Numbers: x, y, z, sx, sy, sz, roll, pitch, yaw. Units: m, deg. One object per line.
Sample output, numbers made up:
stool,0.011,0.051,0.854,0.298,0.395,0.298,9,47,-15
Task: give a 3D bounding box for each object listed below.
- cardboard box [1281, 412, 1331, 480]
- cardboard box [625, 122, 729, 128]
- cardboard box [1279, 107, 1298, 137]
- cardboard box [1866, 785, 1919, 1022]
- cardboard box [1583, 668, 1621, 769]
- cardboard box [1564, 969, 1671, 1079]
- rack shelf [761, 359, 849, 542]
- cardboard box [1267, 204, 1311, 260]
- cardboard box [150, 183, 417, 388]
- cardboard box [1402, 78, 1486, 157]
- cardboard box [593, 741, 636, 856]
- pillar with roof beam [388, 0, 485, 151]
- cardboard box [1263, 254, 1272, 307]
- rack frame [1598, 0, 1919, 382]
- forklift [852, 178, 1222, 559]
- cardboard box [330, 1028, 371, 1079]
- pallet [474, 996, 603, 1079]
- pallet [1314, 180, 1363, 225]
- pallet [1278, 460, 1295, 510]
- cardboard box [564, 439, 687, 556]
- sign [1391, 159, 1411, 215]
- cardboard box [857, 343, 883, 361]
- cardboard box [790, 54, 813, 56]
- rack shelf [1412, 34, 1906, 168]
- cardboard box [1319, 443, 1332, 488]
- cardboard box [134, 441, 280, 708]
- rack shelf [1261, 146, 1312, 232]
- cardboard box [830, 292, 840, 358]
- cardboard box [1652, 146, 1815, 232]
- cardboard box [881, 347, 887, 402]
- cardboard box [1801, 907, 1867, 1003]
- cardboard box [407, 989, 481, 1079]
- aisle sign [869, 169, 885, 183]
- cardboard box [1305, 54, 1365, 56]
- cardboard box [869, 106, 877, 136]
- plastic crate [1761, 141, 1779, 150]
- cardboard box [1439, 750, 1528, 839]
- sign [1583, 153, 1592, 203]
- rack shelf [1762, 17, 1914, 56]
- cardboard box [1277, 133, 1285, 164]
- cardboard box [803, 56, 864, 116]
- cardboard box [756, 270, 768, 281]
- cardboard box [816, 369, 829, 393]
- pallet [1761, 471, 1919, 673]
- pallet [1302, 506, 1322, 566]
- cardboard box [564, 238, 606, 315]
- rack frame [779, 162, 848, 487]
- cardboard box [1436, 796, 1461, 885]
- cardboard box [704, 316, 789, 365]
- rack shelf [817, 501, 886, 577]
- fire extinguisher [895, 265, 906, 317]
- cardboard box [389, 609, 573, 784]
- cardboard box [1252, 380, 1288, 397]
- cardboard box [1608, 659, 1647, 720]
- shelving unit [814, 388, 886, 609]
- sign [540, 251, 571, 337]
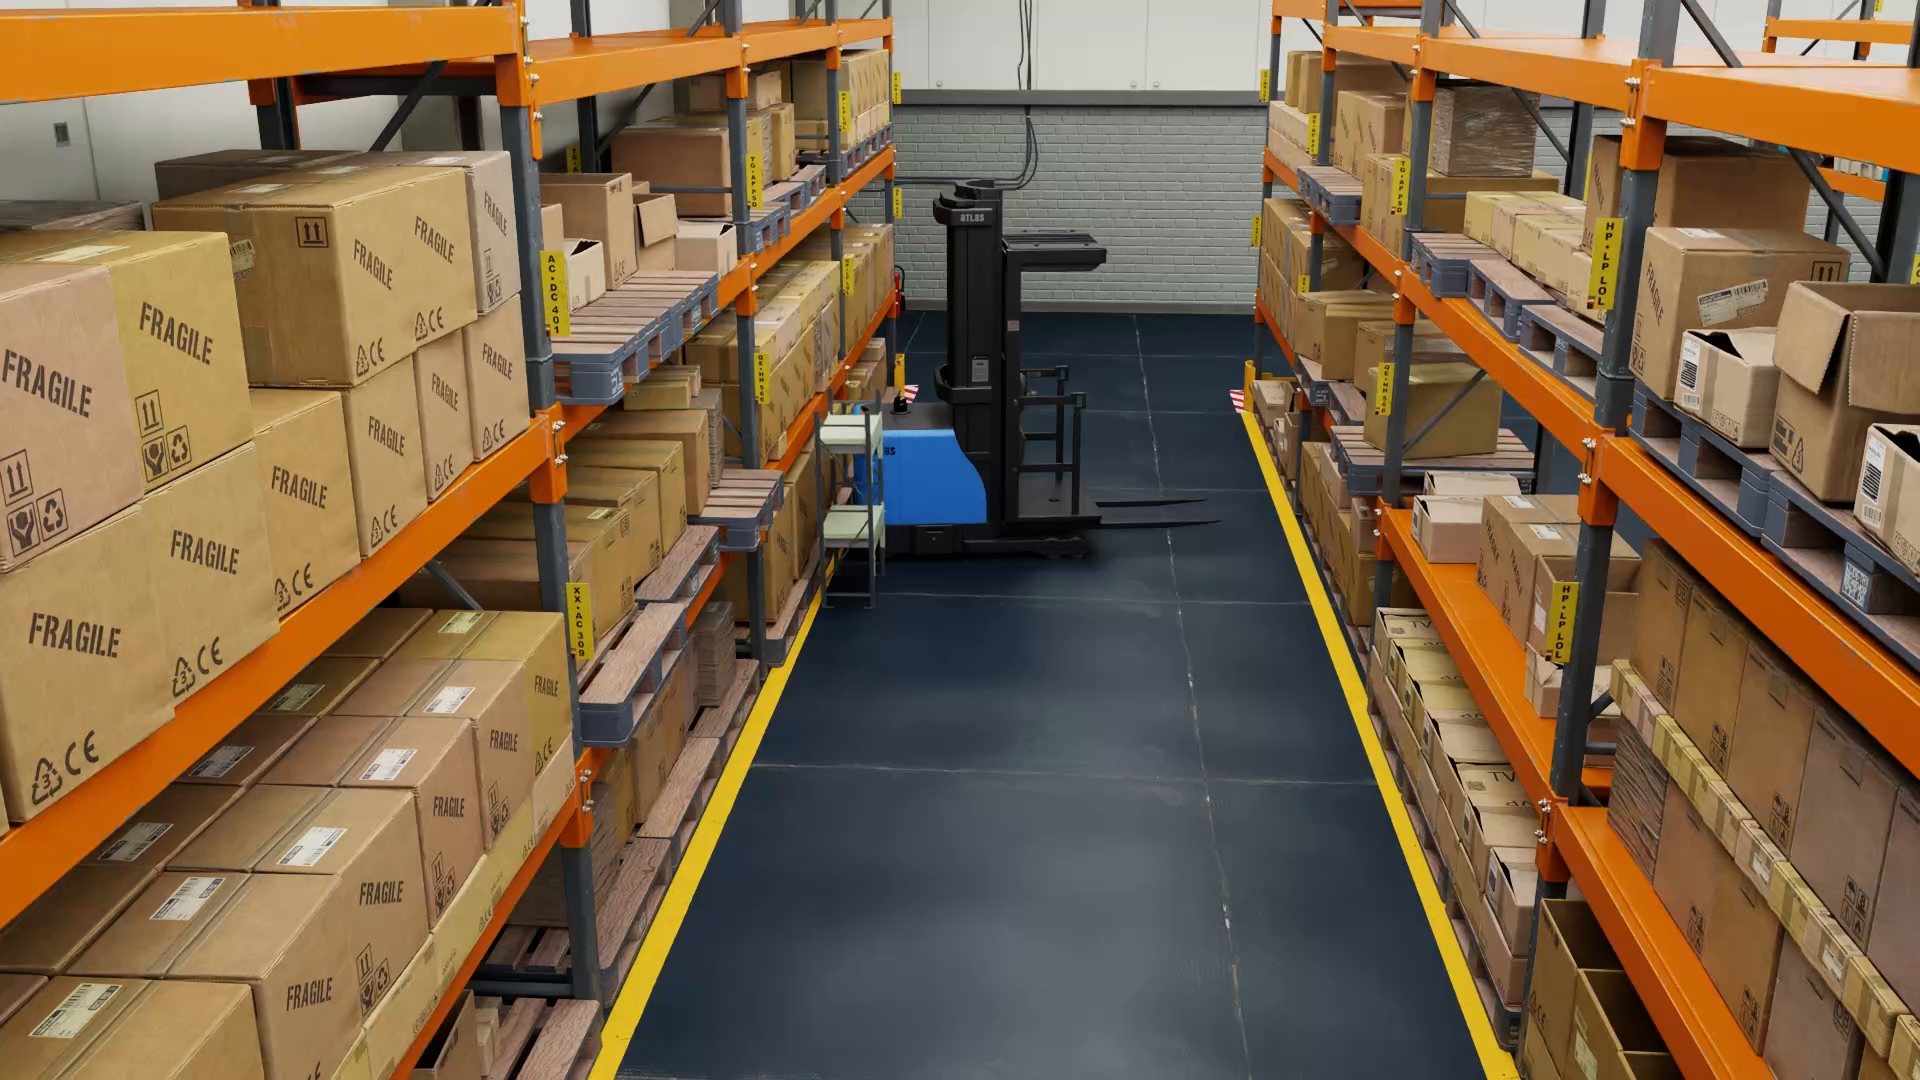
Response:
cardboard box,3.194,-0.850,15.007,0.500,0.500,0.500,1,18,4
cardboard box,-1.829,-2.512,11.088,0.700,0.500,0.500,0,18,1
cardboard box,3.354,-4.015,15.980,0.500,0.250,0.500,1,18,4
cardboard box,2.694,0.936,4.004,0.700,0.500,0.500,1,18,4
cardboard box,2.855,0.757,7.037,0.500,0.250,0.500,2,18,7
cardboard box,2.489,1.883,5.898,0.500,0.500,0.500,1,18,4
rack shelf,-1.648,-0.792,12.677,1.077,0.370,4.000,1,18,4
cardboard box,3.398,-3.116,16.849,0.500,0.500,0.500,1,18,4
cardboard box,-1.900,-0.733,4.728,0.500,0.500,0.500,1,18,2
cardboard box,3.260,-2.803,11.077,0.500,0.500,0.500,1,18,4
cardboard box,-2.055,1.318,8.391,0.700,0.500,0.500,1,18,3
pillar with roof beam,1.546,-2.883,8.269,9.100,9.000,0.400,1,18,4
cardboard box,3.397,-2.643,17.011,0.500,0.500,0.500,1,18,3
rack frame,2.863,-2.012,5.610,1.000,3.000,0.127,1,18,4
forklift,0.627,-1.407,13.511,3.031,2.935,1.130,-1,18,-4
cardboard box,-1.948,1.570,4.524,0.500,0.250,0.500,1,18,3
pallet,-2.091,2.264,6.673,1.003,0.211,1.213,1,18,4
pallet,3.248,-2.458,12.093,1.213,0.211,1.003,1,18,4
pallet,3.487,-0.533,15.212,1.003,0.211,1.213,1,18,4
cardboard box,-1.882,-0.235,8.957,0.700,0.500,0.500,1,18,4
sign,2.609,-2.087,9.827,0.100,0.325,0.005,1,18,4
cardboard box,-1.014,-1.974,17.428,0.380,0.149,0.250,2,18,5
cardboard box,-1.636,-4.258,15.484,0.500,0.500,0.500,1,18,2
rack shelf,3.006,-2.101,7.680,1.077,0.370,4.000,1,18,4
cardboard box,3.087,-0.568,12.941,0.500,0.250,0.500,1,18,4
cardboard box,-1.984,0.064,3.900,0.500,0.500,0.500,2,18,6
rack shelf,3.580,-3.350,15.668,1.077,0.370,4.000,1,18,4
cardboard box,-1.287,-1.804,13.941,0.500,0.500,0.500,1,18,3
cardboard box,2.946,-1.261,6.500,0.500,0.500,0.500,2,18,5
cardboard box,-1.169,-1.789,17.906,0.700,0.500,0.500,1,18,4
cardboard box,2.522,1.121,4.482,0.380,0.149,0.250,1,18,3
cardboard box,-2.113,2.032,6.213,0.500,0.500,0.500,0,18,0
aisle sign,-0.914,-4.248,17.895,0.394,0.787,0.004,1,18,4
cardboard box,3.653,-4.365,15.843,0.700,0.500,0.500,1,18,4
cardboard box,-1.074,-4.041,16.028,0.500,0.250,0.500,1,18,2
plastic crate,8.358,-4.026,16.785,0.497,0.269,0.590,1,18,4
cardboard box,2.675,1.231,8.190,0.500,0.311,0.500,1,18,4
sign,3.703,-2.097,9.730,0.100,0.325,0.005,1,18,4
rack shelf,8.520,-4.474,14.922,1.077,0.370,4.000,1,18,4
cardboard box,3.350,-3.778,16.058,0.500,0.250,0.500,1,18,4
cardboard box,-1.143,-4.087,14.964,0.500,0.500,0.500,1,18,3
cardboard box,-1.829,-2.010,13.365,0.500,0.250,0.500,1,18,5
cardboard box,-1.265,-1.292,13.420,0.380,0.149,0.250,1,18,4
pallet,2.737,0.099,4.128,1.003,0.211,1.213,1,18,4
pallet,3.416,-0.067,13.788,1.003,0.211,1.213,1,18,4
cardboard box,-1.915,-1.212,7.456,0.500,0.311,0.500,2,18,6
rack frame,-1.505,-1.755,14.461,1.000,3.000,0.127,1,18,4
cardboard box,2.678,1.495,8.284,0.500,0.250,0.500,2,18,5
cardboard box,-1.464,-1.369,11.410,0.500,0.250,0.500,1,18,3
rack shelf,-0.812,-0.011,12.584,0.431,0.370,0.720,0,18,3
fire extinguisher,-0.747,-2.820,18.434,0.296,0.674,0.183,1,18,4
cardboard box,-1.804,0.589,6.313,0.500,0.500,0.500,1,18,4
cardboard box,3.350,-1.620,17.920,0.380,0.149,0.250,1,18,4
cardboard box,2.650,0.563,6.186,0.380,0.149,0.250,1,18,4
shelving unit,-0.815,-0.320,12.483,0.431,1.500,0.755,0,18,3
sign,-1.537,-0.931,6.301,0.100,0.325,0.005,1,18,4
